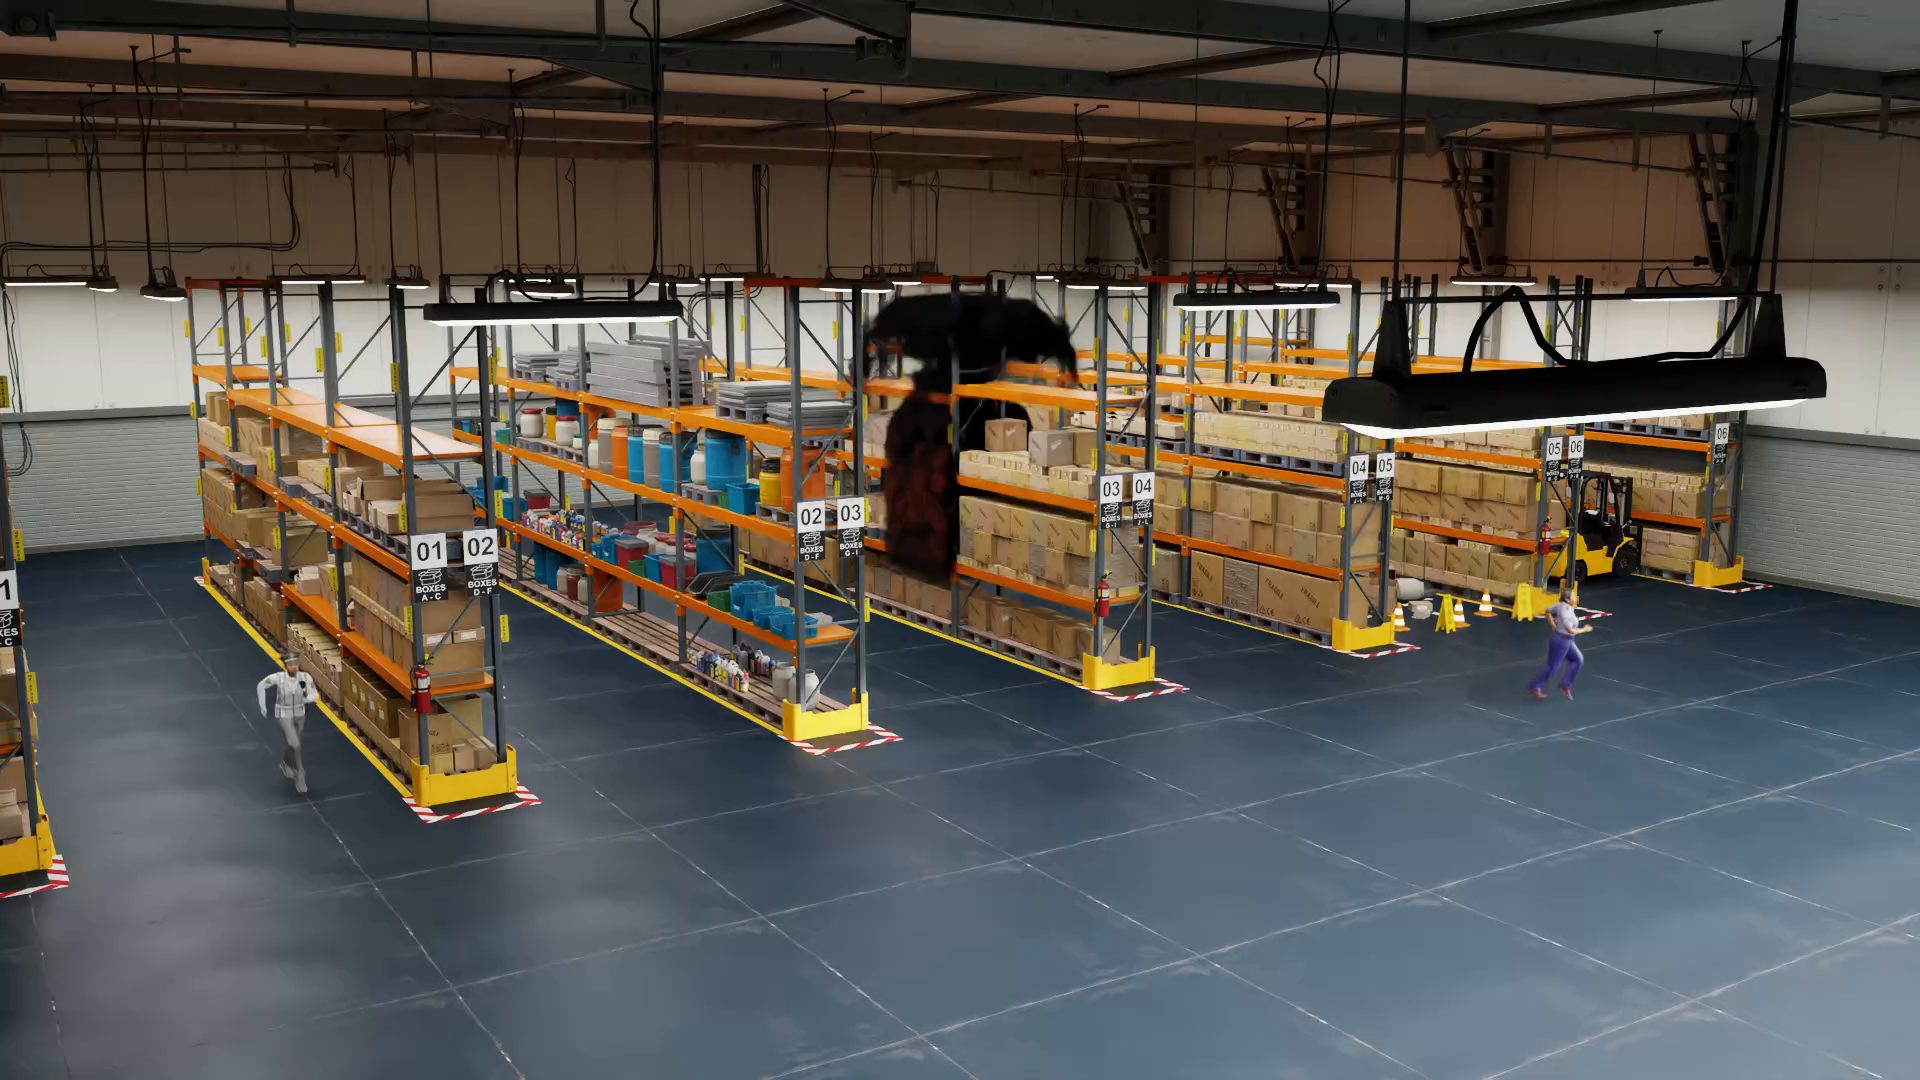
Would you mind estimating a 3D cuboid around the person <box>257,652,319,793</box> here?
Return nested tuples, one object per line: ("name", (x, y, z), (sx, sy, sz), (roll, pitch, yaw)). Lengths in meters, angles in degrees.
("person", (-8.103, 2.166, 20.120), (0.636, 1.725, 0.827), (-8, 12, -39))

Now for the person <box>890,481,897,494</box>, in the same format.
("person", (-1.594, -1.650, 42.780), (0.668, 1.685, 0.514), (8, 12, 39))

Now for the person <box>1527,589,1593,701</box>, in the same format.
("person", (8.688, 1.521, 24.072), (0.858, 1.669, 0.611), (3, 10, 16))

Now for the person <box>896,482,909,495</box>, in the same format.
("person", (-1.252, -0.445, 35.789), (0.608, 1.617, 0.599), (-6, 11, -31))
